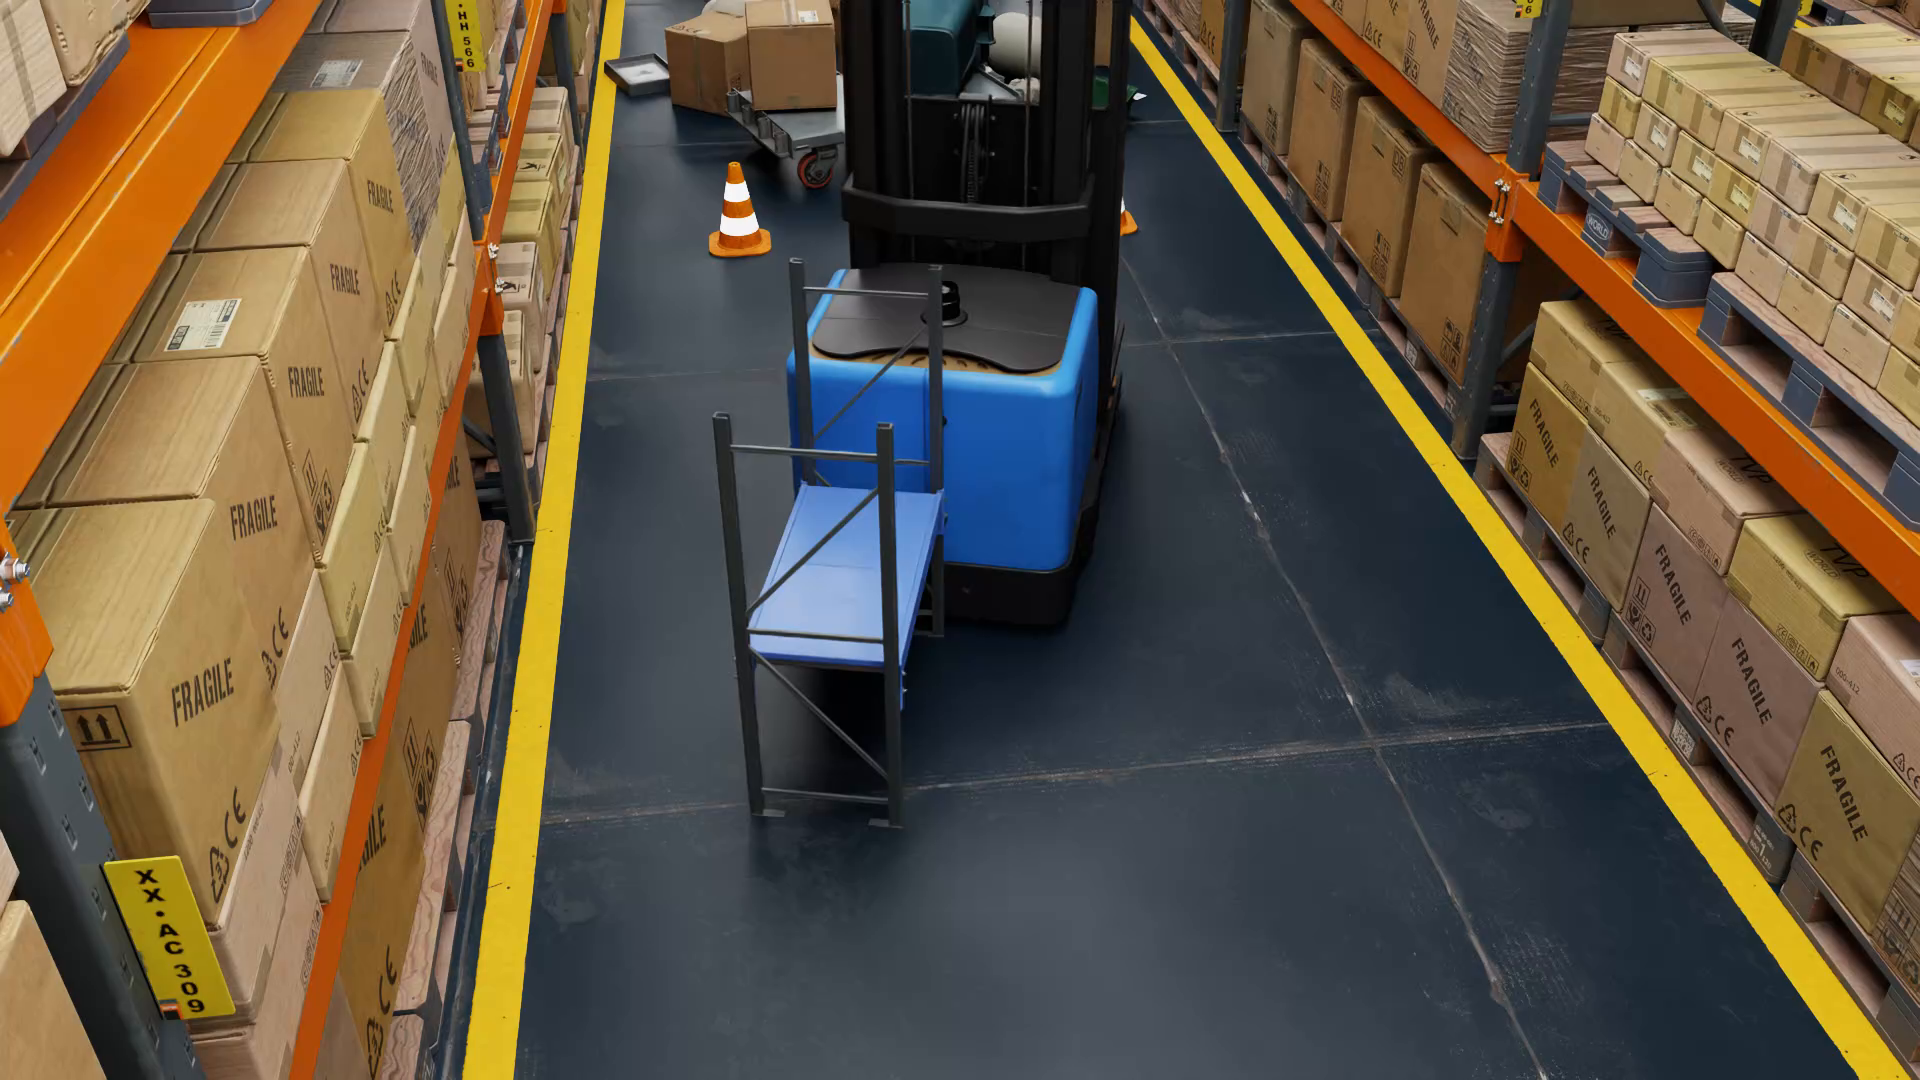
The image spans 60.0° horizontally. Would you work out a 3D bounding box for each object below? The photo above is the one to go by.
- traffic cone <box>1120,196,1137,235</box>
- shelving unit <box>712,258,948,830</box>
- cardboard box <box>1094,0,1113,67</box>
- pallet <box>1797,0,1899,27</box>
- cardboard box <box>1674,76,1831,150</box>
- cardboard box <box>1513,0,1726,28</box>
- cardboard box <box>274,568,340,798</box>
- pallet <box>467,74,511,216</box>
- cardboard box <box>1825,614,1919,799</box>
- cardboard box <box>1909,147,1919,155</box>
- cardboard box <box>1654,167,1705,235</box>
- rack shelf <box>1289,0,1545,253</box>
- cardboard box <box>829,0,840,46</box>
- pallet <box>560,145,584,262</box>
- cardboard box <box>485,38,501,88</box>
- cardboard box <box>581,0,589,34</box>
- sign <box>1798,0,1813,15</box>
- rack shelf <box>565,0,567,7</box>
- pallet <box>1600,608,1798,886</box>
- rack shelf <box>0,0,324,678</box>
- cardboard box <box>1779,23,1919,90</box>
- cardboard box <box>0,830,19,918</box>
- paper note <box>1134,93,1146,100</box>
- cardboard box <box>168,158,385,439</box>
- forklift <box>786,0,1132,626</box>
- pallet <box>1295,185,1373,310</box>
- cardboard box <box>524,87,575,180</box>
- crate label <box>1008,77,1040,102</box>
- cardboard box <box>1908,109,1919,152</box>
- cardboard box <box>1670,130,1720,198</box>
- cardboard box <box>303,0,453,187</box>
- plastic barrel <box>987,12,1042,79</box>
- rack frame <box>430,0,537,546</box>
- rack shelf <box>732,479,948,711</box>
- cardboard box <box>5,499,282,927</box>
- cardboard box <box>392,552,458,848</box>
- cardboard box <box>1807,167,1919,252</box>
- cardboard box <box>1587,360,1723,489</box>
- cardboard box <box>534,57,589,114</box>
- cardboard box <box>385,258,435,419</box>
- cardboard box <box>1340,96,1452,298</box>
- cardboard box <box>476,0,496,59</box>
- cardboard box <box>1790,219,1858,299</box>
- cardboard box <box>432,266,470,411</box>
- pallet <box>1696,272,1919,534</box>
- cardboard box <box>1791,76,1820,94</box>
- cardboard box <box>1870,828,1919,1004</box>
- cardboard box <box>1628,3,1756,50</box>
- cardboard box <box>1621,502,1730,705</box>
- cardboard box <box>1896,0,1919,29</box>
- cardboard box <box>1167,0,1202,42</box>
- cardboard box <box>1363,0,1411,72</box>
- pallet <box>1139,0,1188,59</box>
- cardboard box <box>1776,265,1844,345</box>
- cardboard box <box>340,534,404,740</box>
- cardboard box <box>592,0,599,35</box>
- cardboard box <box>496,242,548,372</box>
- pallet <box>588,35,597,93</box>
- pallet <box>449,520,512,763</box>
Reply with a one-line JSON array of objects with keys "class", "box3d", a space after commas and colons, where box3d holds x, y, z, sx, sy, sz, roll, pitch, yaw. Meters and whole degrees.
[{"class": "traffic cone", "box3d": [0.813, -1.973, 9.234, 0.336, 0.463, 0.334, -4, 35, -6]}, {"class": "shelving unit", "box3d": [-0.370, 0.007, 5.408, 0.538, 1.500, 1.048, 4, 34, 6]}, {"class": "cardboard box", "box3d": [0.904, -3.640, 11.646, 0.500, 0.500, 0.500, 1, 34, 2]}, {"class": "pallet", "box3d": [6.765, -4.105, 12.586, 1.003, 0.211, 1.213, -4, 35, -6]}, {"class": "cardboard box", "box3d": [2.605, -1.408, 5.474, 0.380, 0.149, 0.250, -5, 35, -7]}, {"class": "cardboard box", "box3d": [2.617, -2.357, 6.569, 0.700, 0.500, 0.500, -5, 35, -7]}, {"class": "cardboard box", "box3d": [-1.564, 0.312, 3.318, 0.500, 0.250, 0.500, -4, 34, -6]}, {"class": "pallet", "box3d": [-2.426, -1.531, 6.503, 1.213, 0.211, 1.003, -4, 35, -6]}, {"class": "cardboard box", "box3d": [2.799, 0.446, 4.613, 0.500, 0.250, 0.500, -3, 34, -4]}, {"class": "cardboard box", "box3d": [3.294, -1.168, 5.386, 0.380, 0.149, 0.250, -4, 35, -6]}, {"class": "cardboard box", "box3d": [2.600, -1.156, 5.633, 0.380, 0.149, 0.250, -3, 34, -4]}, {"class": "rack shelf", "box3d": [2.398, -2.470, 8.350, 1.077, 0.370, 4.000, -4, 35, -6]}, {"class": "cardboard box", "box3d": [-0.555, -3.864, 11.974, 0.637, 0.503, 0.797, 27, 43, 34]}, {"class": "pallet", "box3d": [-2.656, -1.866, 9.300, 1.003, 0.211, 1.213, -4, 35, -6]}, {"class": "cardboard box", "box3d": [-2.096, -1.957, 6.808, 0.380, 0.149, 0.250, -4, 34, -6]}, {"class": "cardboard box", "box3d": [-2.658, -3.447, 10.547, 0.500, 0.500, 0.500, -3, 34, -4]}, {"class": "sign", "box3d": [3.204, -2.144, 6.274, 0.100, 0.325, 0.005, -4, 35, -6]}, {"class": "rack shelf", "box3d": [-3.031, -4.271, 10.993, 1.077, 0.370, 4.000, -4, 35, -6]}, {"class": "pallet", "box3d": [2.932, 0.616, 5.658, 1.003, 0.211, 1.213, -4, 35, -6]}, {"class": "rack shelf", "box3d": [-1.955, -1.046, 3.597, 1.077, 0.370, 4.000, -4, 35, -6]}, {"class": "cardboard box", "box3d": [3.188, -1.728, 5.944, 0.380, 0.149, 0.250, -6, 35, -8]}, {"class": "cardboard box", "box3d": [-1.329, 0.437, 1.892, 0.380, 0.149, 0.250, -5, 35, -7]}, {"class": "paper note", "box3d": [1.142, -2.964, 11.071, 0.142, 0.020, 0.147, 27, 43, 34]}, {"class": "cardboard box", "box3d": [-1.697, -0.560, 3.931, 0.500, 0.500, 0.500, -5, 35, -7]}, {"class": "forklift", "box3d": [0.137, -1.715, 6.665, 1.130, 2.935, 3.031, 6, 35, 8]}, {"class": "pallet", "box3d": [2.475, -1.624, 8.946, 1.003, 0.211, 1.213, -4, 35, -6]}, {"class": "cardboard box", "box3d": [-2.689, -2.248, 9.345, 0.950, 0.372, 0.625, -4, 34, -6]}, {"class": "crate label", "box3d": [0.452, -2.953, 10.961, 0.250, 0.136, 0.298, 27, 43, 34]}, {"class": "cardboard box", "box3d": [3.294, -1.293, 5.306, 0.380, 0.149, 0.250, -3, 34, -5]}, {"class": "cardboard box", "box3d": [2.611, -1.259, 5.520, 0.380, 0.149, 0.250, -5, 35, -8]}, {"class": "cardboard box", "box3d": [-1.895, -1.406, 5.173, 0.500, 0.500, 0.500, -5, 35, -8]}, {"class": "plastic barrel", "box3d": [0.457, -3.336, 11.269, 0.512, 0.421, 0.421, 20, 39, 26]}, {"class": "rack frame", "box3d": [-2.224, -1.220, 5.877, 1.000, 3.000, 0.127, -4, 35, -6]}, {"class": "rack shelf", "box3d": [-0.370, 0.155, 5.509, 0.538, 0.185, 1.000, 4, 34, 6]}, {"class": "cardboard box", "box3d": [-1.460, 0.290, 2.684, 0.500, 0.500, 0.500, -4, 34, -6]}, {"class": "cardboard box", "box3d": [-2.098, 0.374, 5.051, 0.875, 0.875, 0.875, -4, 34, -6]}, {"class": "cardboard box", "box3d": [2.716, -0.961, 4.819, 0.380, 0.149, 0.250, -3, 34, -5]}, {"class": "cardboard box", "box3d": [2.588, -0.416, 5.878, 0.500, 0.250, 0.500, -5, 35, -7]}, {"class": "cardboard box", "box3d": [-2.574, -2.839, 10.322, 0.500, 0.250, 0.500, -6, 35, -9]}, {"class": "cardboard box", "box3d": [-1.746, -0.544, 4.574, 0.500, 0.250, 0.500, -5, 35, -8]}, {"class": "cardboard box", "box3d": [2.554, -1.730, 8.249, 1.050, 0.750, 0.750, -4, 34, -6]}, {"class": "cardboard box", "box3d": [-2.132, -2.117, 6.467, 0.500, 0.500, 0.500, -3, 34, -4]}, {"class": "cardboard box", "box3d": [2.708, -0.841, 4.906, 0.380, 0.149, 0.250, -5, 35, -7]}, {"class": "cardboard box", "box3d": [-1.815, -0.612, 5.117, 0.500, 0.250, 0.500, -4, 34, -6]}, {"class": "pallet", "box3d": [2.974, -0.471, 4.947, 1.003, 0.211, 1.213, -4, 35, -6]}, {"class": "cardboard box", "box3d": [3.185, -1.603, 6.025, 0.380, 0.149, 0.250, -4, 34, -5]}, {"class": "cardboard box", "box3d": [2.856, 1.046, 4.398, 0.500, 0.500, 0.500, -5, 35, -7]}, {"class": "cardboard box", "box3d": [2.874, -1.964, 6.879, 0.500, 0.500, 0.500, -4, 34, -6]}, {"class": "cardboard box", "box3d": [2.654, 0.188, 5.657, 0.500, 0.500, 0.500, -5, 35, -8]}, {"class": "cardboard box", "box3d": [6.959, -3.889, 11.640, 0.500, 0.500, 0.500, 6, 35, 9]}, {"class": "cardboard box", "box3d": [1.989, -4.038, 11.526, 0.875, 0.875, 0.875, -4, 34, -6]}, {"class": "cardboard box", "box3d": [2.208, -2.481, 7.639, 0.500, 0.500, 0.500, -5, 35, -7]}, {"class": "pallet", "box3d": [1.937, -3.844, 12.203, 1.003, 0.211, 1.213, -4, 35, -6]}, {"class": "cardboard box", "box3d": [2.708, -0.717, 4.988, 0.380, 0.149, 0.250, -4, 34, -6]}, {"class": "cardboard box", "box3d": [-1.608, 0.233, 3.878, 0.500, 0.250, 0.500, -5, 35, -7]}, {"class": "cardboard box", "box3d": [-2.787, -3.710, 11.599, 0.500, 0.250, 0.500, -6, 35, -8]}, {"class": "cardboard box", "box3d": [-2.397, -1.035, 7.566, 0.950, 0.372, 0.625, -5, 35, -7]}, {"class": "pallet", "box3d": [-3.055, -3.354, 11.485, 1.003, 0.211, 1.213, -4, 35, -6]}, {"class": "pallet", "box3d": [-2.193, 0.378, 6.008, 1.003, 0.211, 1.213, -4, 35, -6]}]
